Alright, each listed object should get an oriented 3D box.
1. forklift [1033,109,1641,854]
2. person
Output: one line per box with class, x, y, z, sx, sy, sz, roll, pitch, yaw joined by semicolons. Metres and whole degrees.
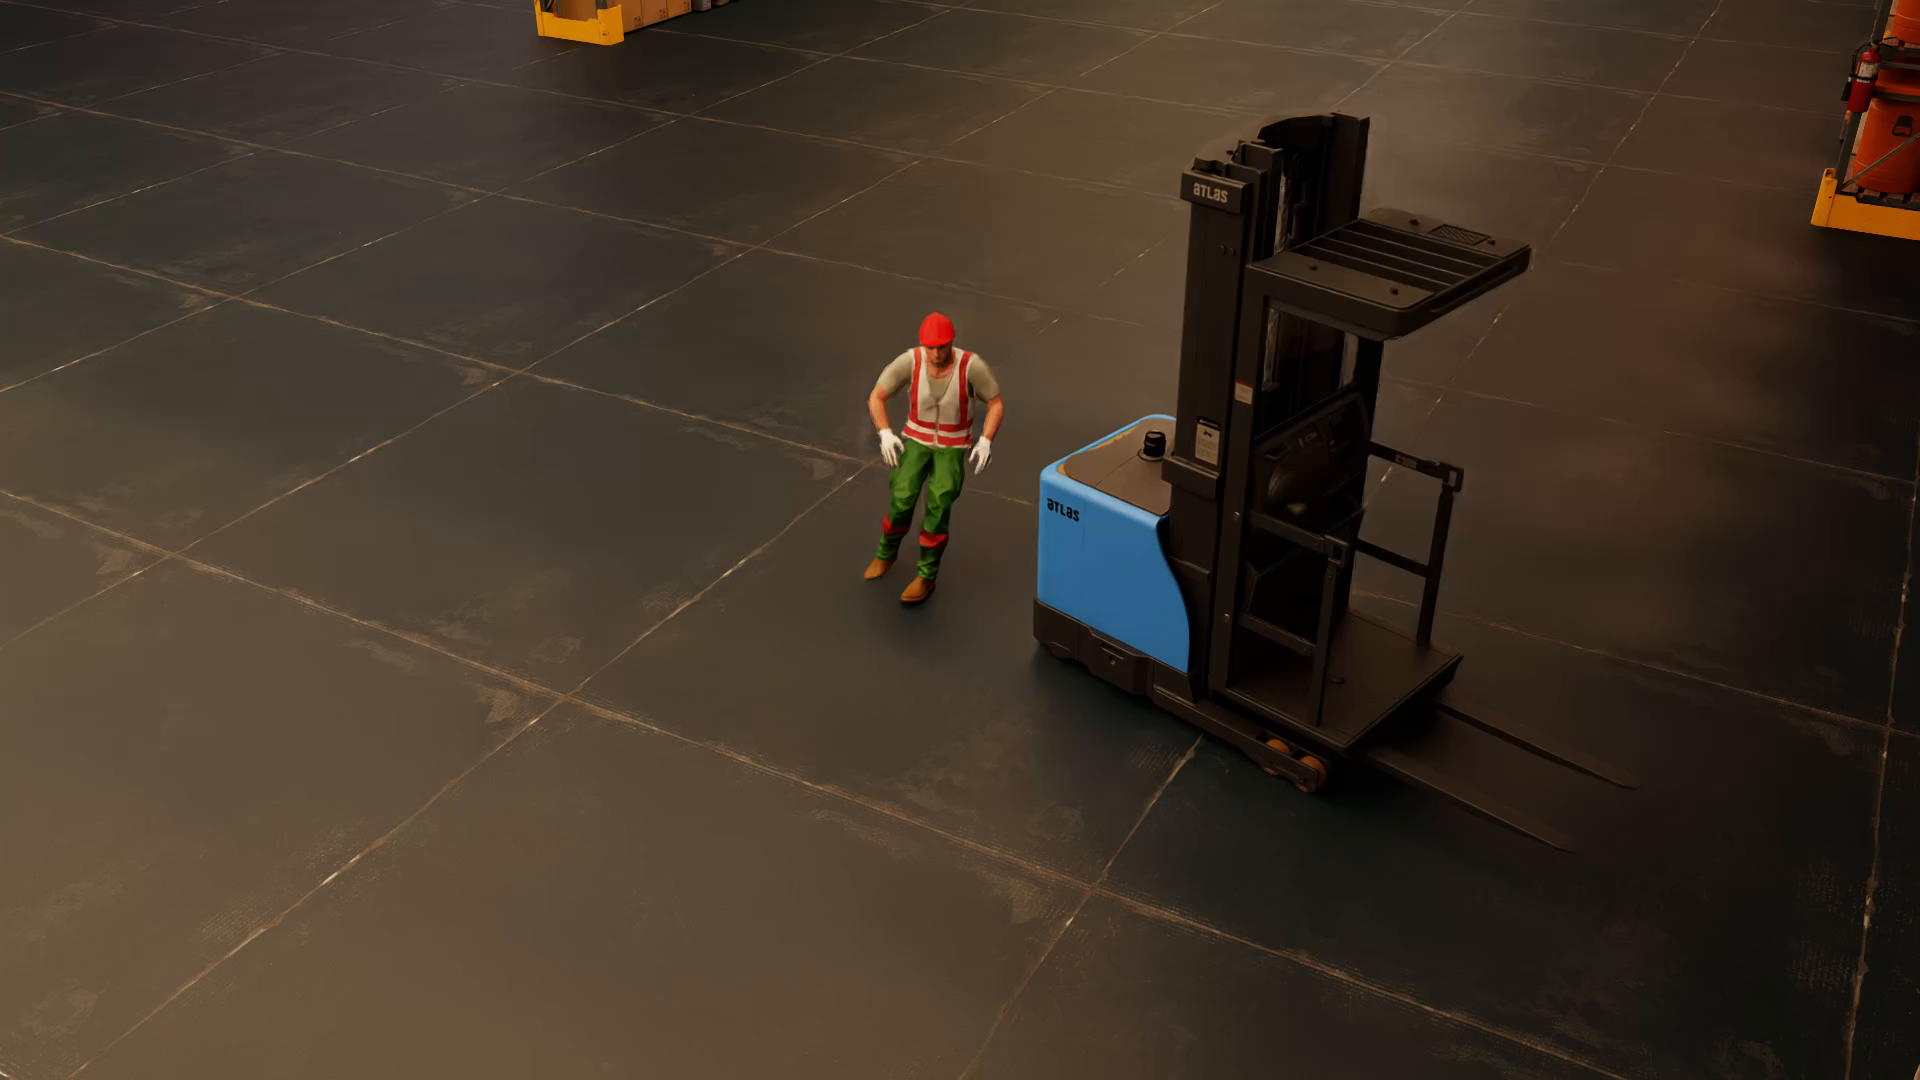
forklift;1.805;-0.364;7.702;3.031;2.935;1.130;26;39;37
person;-0.160;-0.471;9.350;0.798;1.567;0.897;1;30;2
